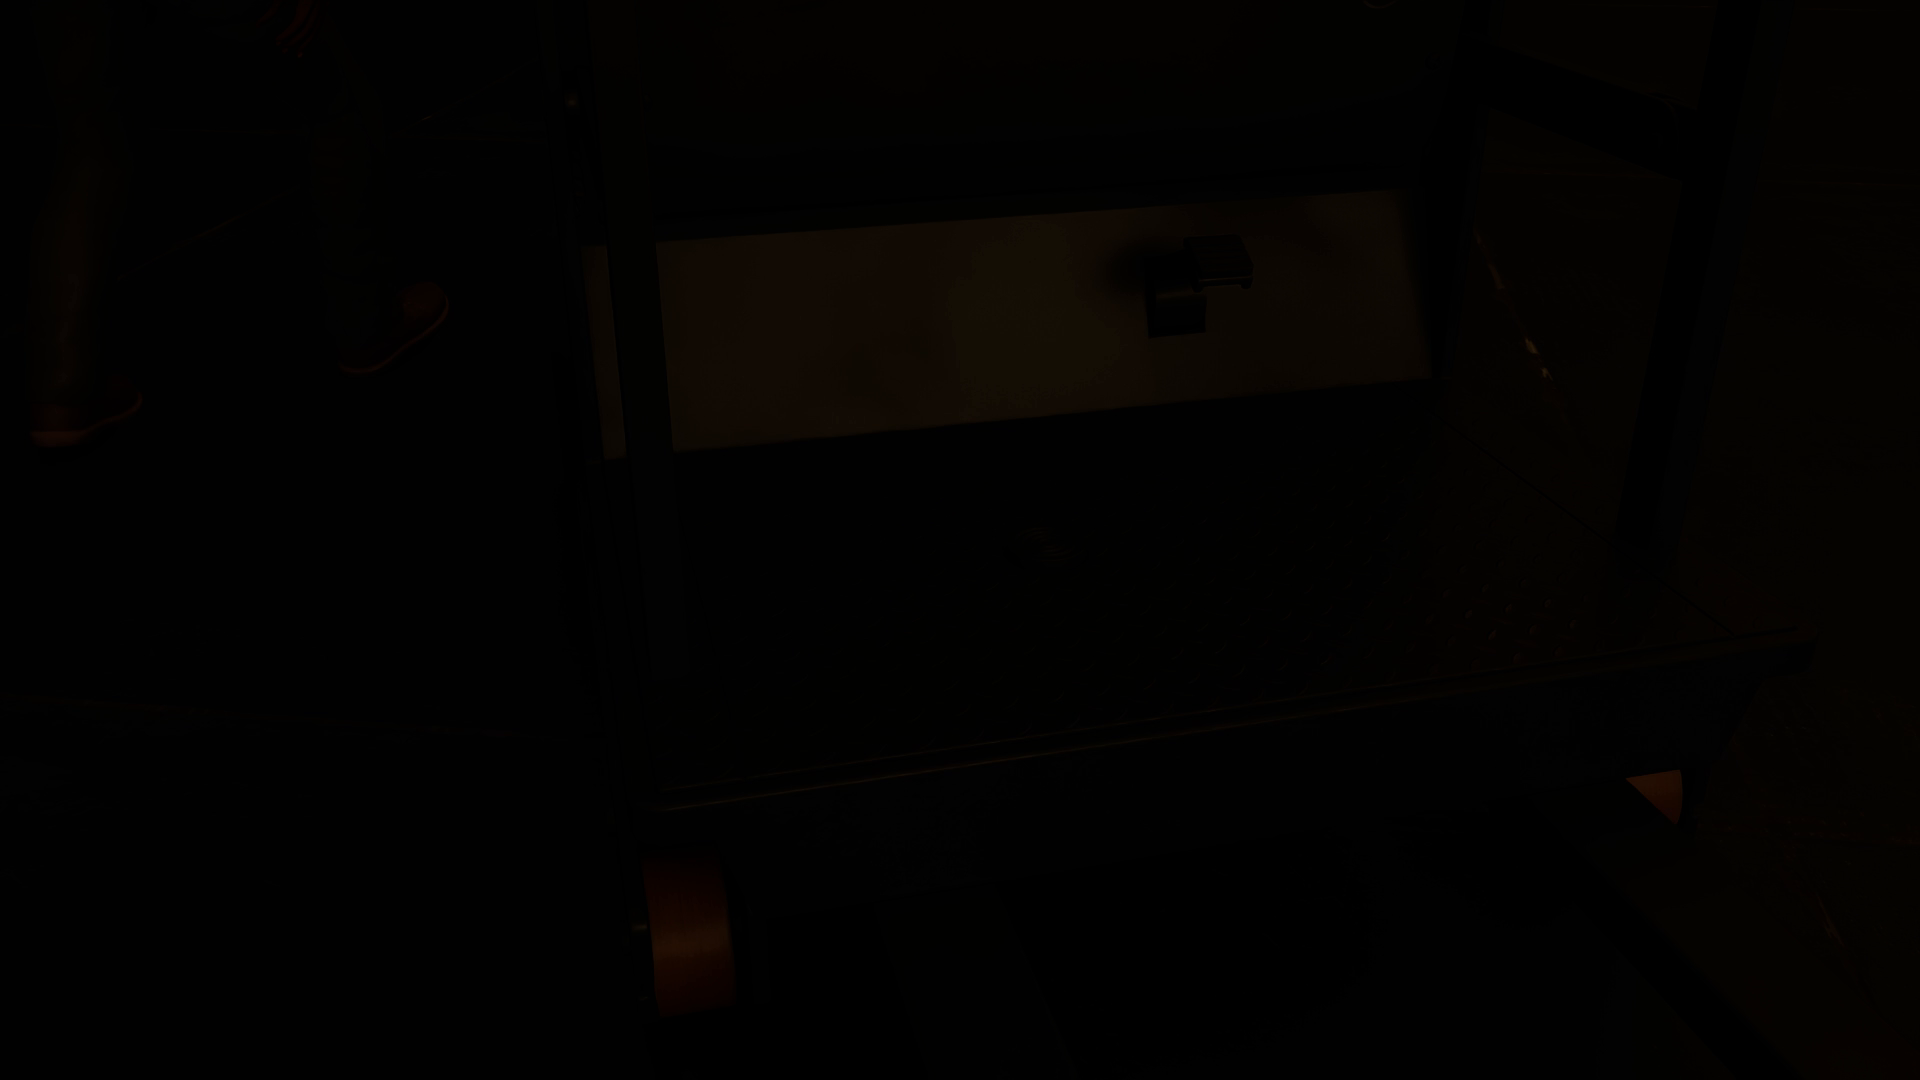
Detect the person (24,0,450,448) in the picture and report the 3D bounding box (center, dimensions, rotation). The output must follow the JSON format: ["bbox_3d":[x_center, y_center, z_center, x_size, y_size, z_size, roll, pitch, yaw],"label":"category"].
[{"bbox_3d":[-1.242,-0.981,2.696,0.606,1.594,0.736,6,27,11],"label":"person"}]

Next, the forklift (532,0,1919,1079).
[{"bbox_3d":[0.153,-1.049,1.319,1.130,2.935,3.031,-7,27,-13],"label":"forklift"}]
